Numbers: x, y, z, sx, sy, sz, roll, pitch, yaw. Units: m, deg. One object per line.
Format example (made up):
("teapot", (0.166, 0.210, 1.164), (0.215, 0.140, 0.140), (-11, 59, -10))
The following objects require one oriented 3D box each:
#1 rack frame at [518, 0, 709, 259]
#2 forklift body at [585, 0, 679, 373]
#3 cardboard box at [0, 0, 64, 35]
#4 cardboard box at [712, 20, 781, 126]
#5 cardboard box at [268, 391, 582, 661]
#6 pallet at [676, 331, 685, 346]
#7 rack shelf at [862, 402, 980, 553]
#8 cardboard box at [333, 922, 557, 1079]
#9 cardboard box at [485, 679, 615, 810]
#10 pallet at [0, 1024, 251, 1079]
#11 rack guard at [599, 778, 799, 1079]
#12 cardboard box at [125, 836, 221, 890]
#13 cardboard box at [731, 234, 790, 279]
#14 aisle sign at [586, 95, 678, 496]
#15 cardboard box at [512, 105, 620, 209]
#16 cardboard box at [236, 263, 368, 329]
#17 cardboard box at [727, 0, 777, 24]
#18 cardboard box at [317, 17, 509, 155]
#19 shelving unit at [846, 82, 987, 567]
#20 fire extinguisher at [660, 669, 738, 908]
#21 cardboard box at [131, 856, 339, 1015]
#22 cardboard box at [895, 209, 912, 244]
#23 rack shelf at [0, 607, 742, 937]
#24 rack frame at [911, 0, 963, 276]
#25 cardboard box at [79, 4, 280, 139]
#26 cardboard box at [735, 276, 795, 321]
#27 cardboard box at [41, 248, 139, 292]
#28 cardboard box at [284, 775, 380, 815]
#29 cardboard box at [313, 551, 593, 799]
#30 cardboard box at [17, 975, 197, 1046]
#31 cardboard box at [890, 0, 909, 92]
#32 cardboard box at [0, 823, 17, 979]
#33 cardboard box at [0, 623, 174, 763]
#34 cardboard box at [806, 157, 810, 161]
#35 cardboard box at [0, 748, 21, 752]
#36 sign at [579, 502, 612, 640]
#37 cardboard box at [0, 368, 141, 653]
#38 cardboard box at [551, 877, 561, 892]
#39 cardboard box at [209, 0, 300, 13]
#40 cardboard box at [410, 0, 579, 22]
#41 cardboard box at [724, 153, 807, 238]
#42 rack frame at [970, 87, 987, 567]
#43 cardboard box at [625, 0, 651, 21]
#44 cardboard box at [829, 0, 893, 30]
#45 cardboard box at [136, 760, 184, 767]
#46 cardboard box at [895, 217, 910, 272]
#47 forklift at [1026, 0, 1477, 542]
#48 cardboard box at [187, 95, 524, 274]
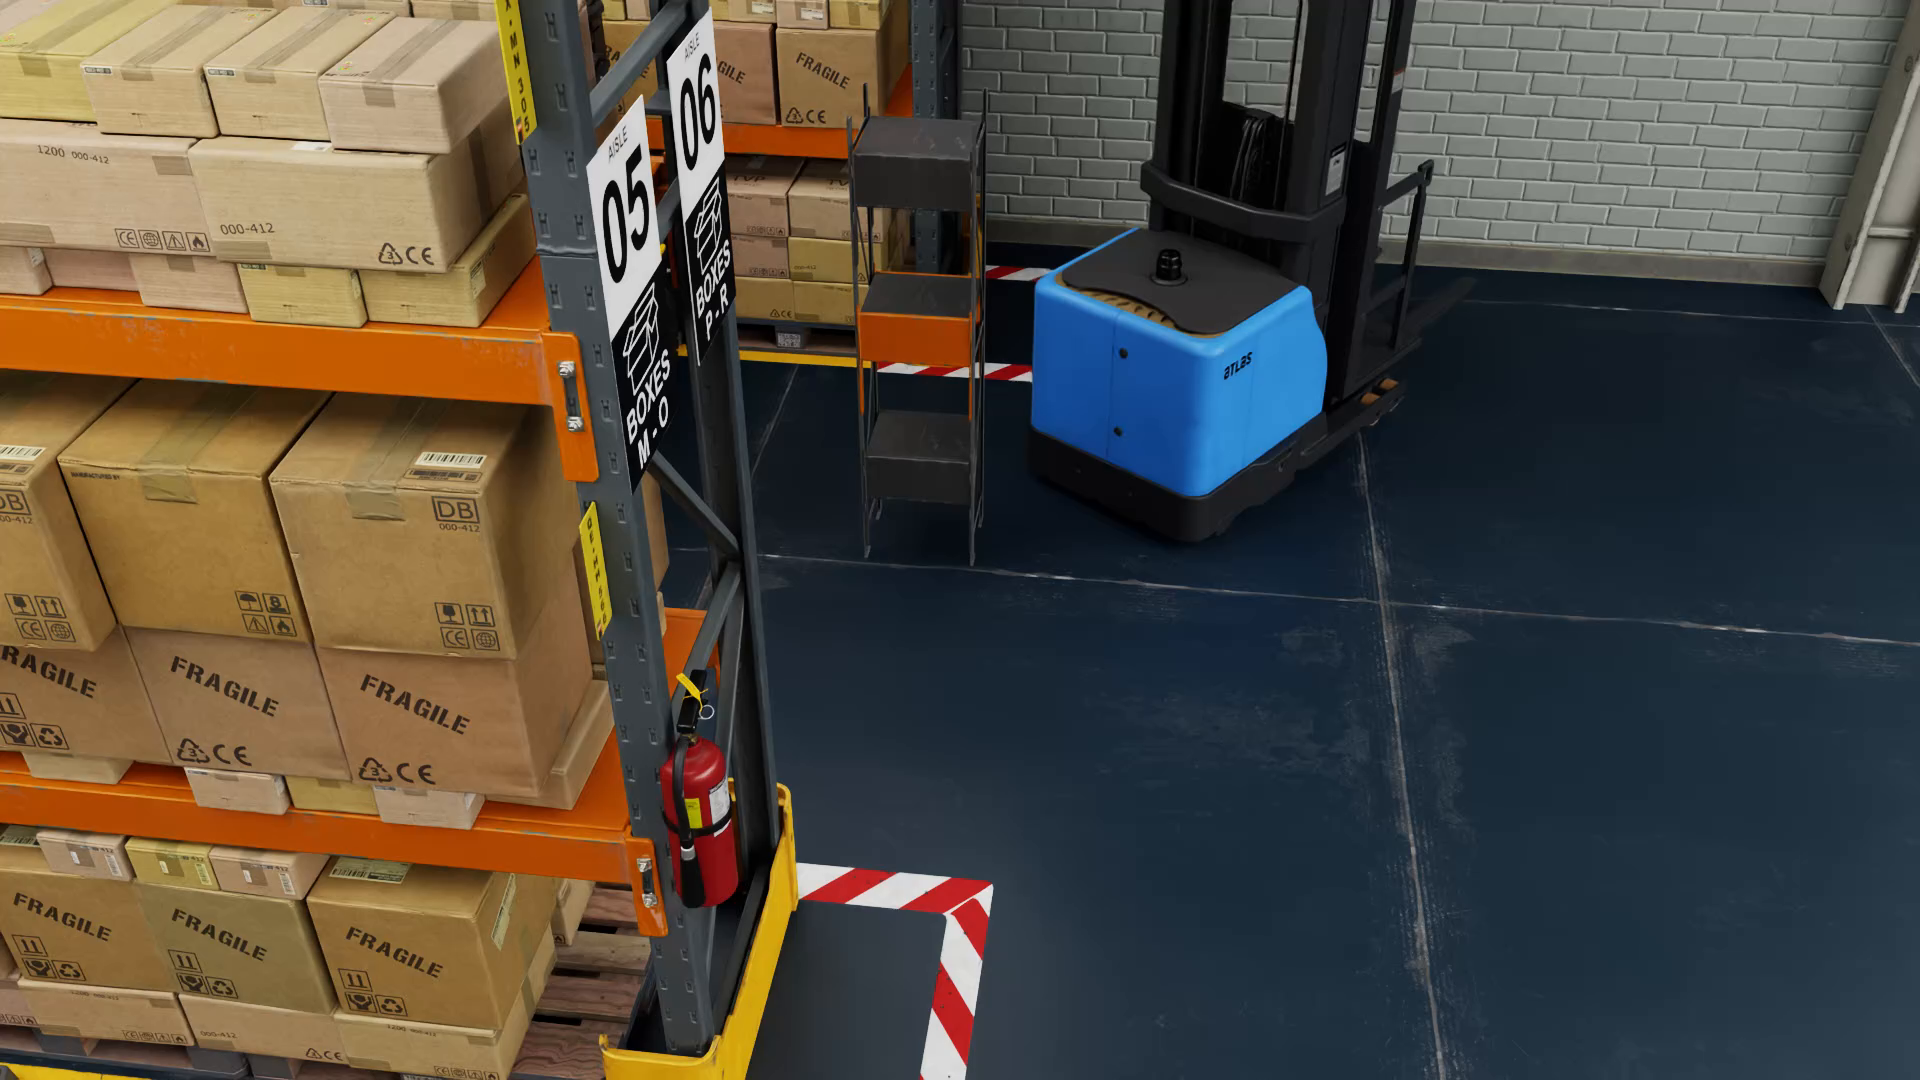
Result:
("rack frame", (-0.740, -2.087, 2.928), (0.127, 3.000, 1.000), (4, 36, 6))
("forklift body", (-2.224, -1.249, 7.648), (1.214, 2.155, 2.313), (4, 36, 6))
("cardboard box", (-2.106, -1.063, 3.605), (0.250, 0.149, 0.380), (4, 36, 6))
("cardboard box", (-1.146, -2.475, 8.549), (0.500, 0.500, 0.500), (5, 36, 7))
("cardboard box", (-1.274, -0.126, 4.141), (0.500, 0.500, 0.700), (3, 36, 5))
("pallet", (-2.082, -1.494, 9.662), (1.213, 0.211, 1.003), (4, 36, 6))
("rack shelf", (-0.164, -0.286, 7.572), (0.480, 0.518, 0.431), (4, 36, 6))
("cardboard box", (-1.599, 1.397, 5.216), (0.500, 0.250, 0.500), (4, 36, 6))
("cardboard box", (-1.138, 0.553, 4.609), (0.250, 0.149, 0.380), (5, 36, 8))
("pallet", (-2.823, 1.312, 5.730), (1.213, 0.211, 1.003), (4, 36, 6))
("rack guard", (-0.815, 1.367, 5.404), (0.348, 0.500, 1.175), (4, 36, 6))
("cardboard box", (-2.189, 0.816, 4.826), (0.250, 0.149, 0.380), (5, 36, 7))
("cardboard box", (-1.130, -1.660, 9.068), (0.500, 0.250, 0.500), (4, 36, 5))
("aisle sign", (-0.715, -0.531, 3.675), (0.004, 0.787, 0.394), (4, 36, 6))
("cardboard box", (-1.027, -0.975, 4.168), (0.250, 0.149, 0.380), (4, 36, 6))
("cardboard box", (-1.380, -0.628, 3.682), (0.250, 0.149, 0.380), (5, 36, 6))
("cardboard box", (-0.997, -2.730, 8.349), (0.250, 0.149, 0.380), (5, 36, 7))
("cardboard box", (-1.113, -0.943, 3.437), (0.250, 0.149, 0.380), (5, 36, 6))
("shelving unit", (-0.164, -0.867, 7.157), (0.503, 2.100, 0.431), (4, 36, 6))
("fire extinguisher", (-0.685, 0.661, 4.309), (0.183, 0.674, 0.296), (4, 36, 6))
("cardboard box", (-2.085, 1.052, 5.053), (0.500, 0.500, 0.500), (6, 36, 8))
("cardboard box", (-0.551, -1.915, 9.426), (0.500, 0.250, 0.500), (5, 36, 7))
("rack shelf", (-2.723, 0.500, 5.087), (4.000, 0.370, 1.077), (4, 36, 6))
("rack frame", (-0.111, -2.505, 8.678), (0.127, 3.000, 1.000), (4, 36, 6))
("cardboard box", (-1.619, -0.993, 3.506), (0.250, 0.149, 0.380), (4, 36, 5))
("cardboard box", (-1.109, -1.452, 9.208), (0.500, 0.250, 0.500), (4, 36, 6))
("cardboard box", (-1.882, -0.725, 3.818), (0.250, 0.149, 0.380), (5, 36, 6))
("cardboard box", (-1.655, 0.567, 4.590), (0.250, 0.149, 0.380), (4, 36, 5))
("cardboard box", (-1.313, 0.312, 4.389), (0.500, 0.500, 0.500), (4, 36, 5))
("cardboard box", (-2.608, 1.320, 5.324), (0.500, 0.250, 0.500), (3, 36, 4))
("cardboard box", (-0.567, -2.743, 8.925), (0.500, 0.500, 0.500), (5, 36, 7))
("cardboard box", (-3.110, 0.974, 5.164), (0.500, 0.500, 0.500), (6, 36, 8))
("cardboard box", (-2.305, 0.233, 4.499), (0.500, 0.500, 0.500), (4, 36, 6))
("cardboard box", (-0.564, -2.109, 9.267), (0.500, 0.250, 0.500), (4, 36, 5))
("cardboard box", (-2.651, 0.429, 4.784), (0.250, 0.149, 0.380), (4, 36, 6))
("sign", (-0.830, 0.073, 3.796), (0.005, 0.325, 0.100), (4, 36, 6))
("cardboard box", (-2.294, -0.146, 4.169), (0.500, 0.500, 0.700), (4, 36, 5))
("cardboard box", (-1.528, 0.778, 5.438), (0.500, 0.500, 0.500), (3, 36, 4))
("cardboard box", (-1.558, -1.295, 3.931), (0.250, 0.149, 0.380), (4, 36, 6))
("cardboard box", (-1.066, -1.232, 3.842), (0.250, 0.149, 0.380), (4, 36, 6))
("cardboard box", (-1.115, -1.853, 8.909), (0.500, 0.250, 0.500), (5, 36, 7))
("rack frame", (0.078, -0.849, 7.132), (0.015, 2.100, 0.400), (4, 36, 6))
("cardboard box", (-1.513, -2.748, 8.374), (0.250, 0.149, 0.380), (3, 36, 4))
("cardboard box", (-0.491, -2.674, 8.270), (0.250, 0.149, 0.380), (5, 36, 7))
("cardboard box", (-2.150, 0.465, 4.732), (0.250, 0.149, 0.380), (5, 36, 7))
("cardboard box", (-0.573, -1.706, 9.564), (0.500, 0.250, 0.500), (4, 36, 6))
("forklift", (1.679, -1.959, 7.972), (1.130, 2.935, 3.031), (27, 44, 33))
("cardboard box", (-1.281, -0.808, 3.592), (0.500, 0.250, 0.500), (4, 36, 5))
